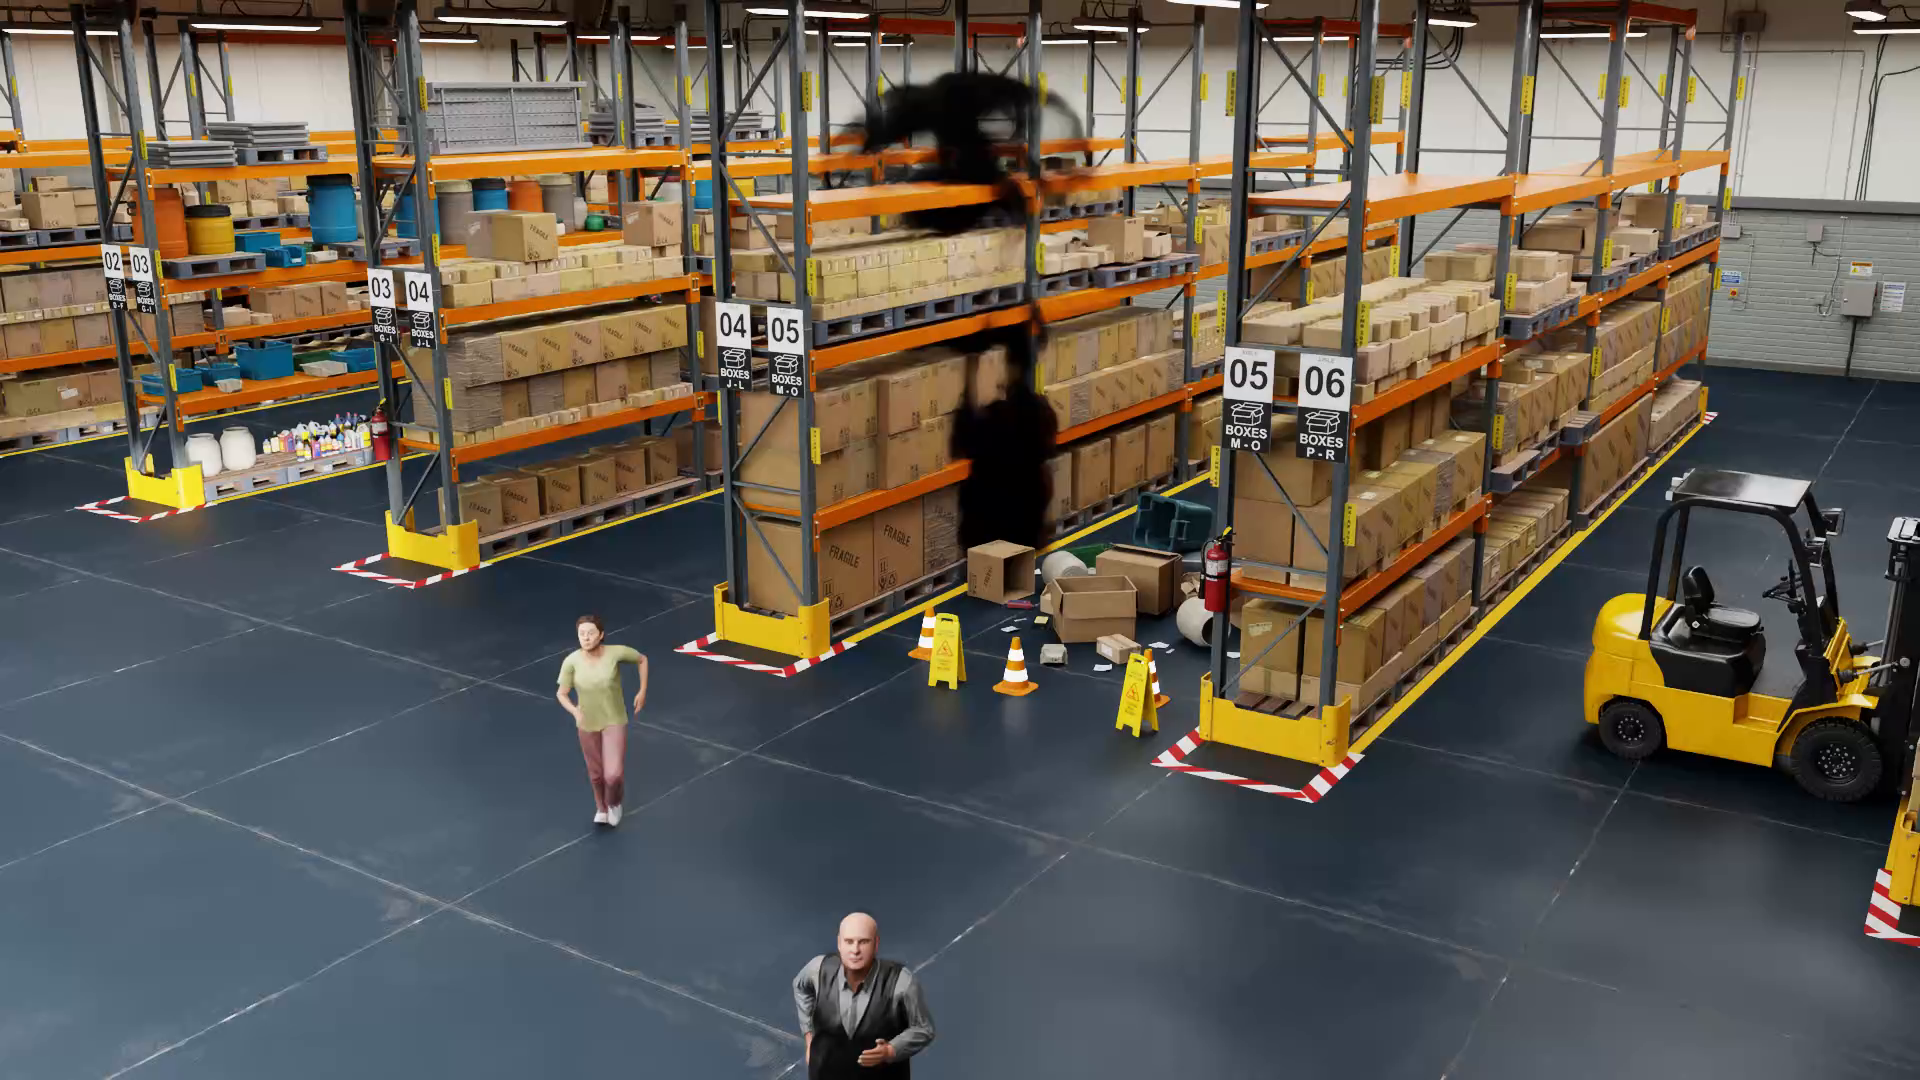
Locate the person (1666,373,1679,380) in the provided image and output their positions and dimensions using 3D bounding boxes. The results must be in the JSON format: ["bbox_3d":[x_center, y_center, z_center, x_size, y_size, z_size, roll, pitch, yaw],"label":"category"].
[{"bbox_3d":[11.564,-3.051,27.136,0.666,1.723,0.627,12,20,37],"label":"person"}]

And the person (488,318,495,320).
[{"bbox_3d":[-7.462,-3.081,27.037,0.655,1.777,0.864,9,18,30],"label":"person"}]

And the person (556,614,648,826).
[{"bbox_3d":[-2.468,1.281,11.514,0.592,1.616,0.745,-1,16,-2],"label":"person"}]

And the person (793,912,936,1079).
[{"bbox_3d":[-0.423,2.427,7.368,0.635,1.769,0.795,0,16,-1],"label":"person"}]
